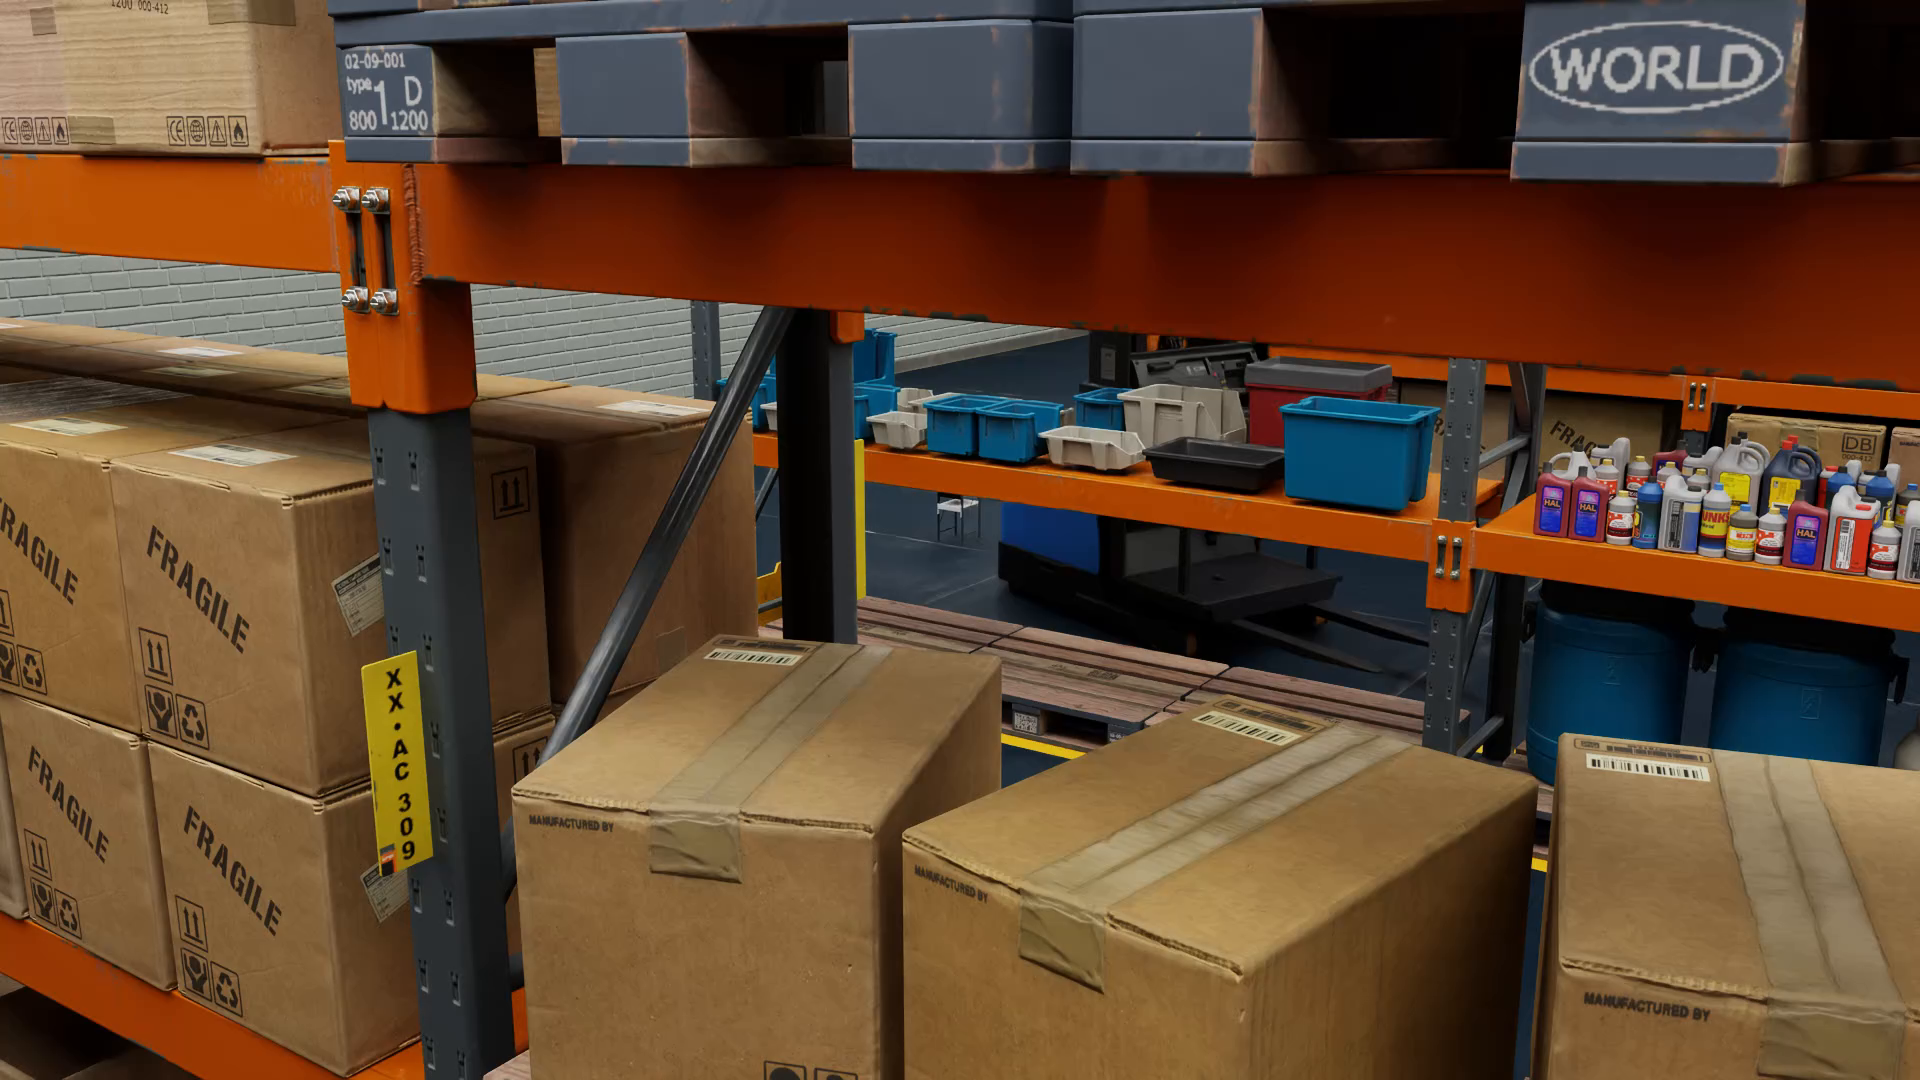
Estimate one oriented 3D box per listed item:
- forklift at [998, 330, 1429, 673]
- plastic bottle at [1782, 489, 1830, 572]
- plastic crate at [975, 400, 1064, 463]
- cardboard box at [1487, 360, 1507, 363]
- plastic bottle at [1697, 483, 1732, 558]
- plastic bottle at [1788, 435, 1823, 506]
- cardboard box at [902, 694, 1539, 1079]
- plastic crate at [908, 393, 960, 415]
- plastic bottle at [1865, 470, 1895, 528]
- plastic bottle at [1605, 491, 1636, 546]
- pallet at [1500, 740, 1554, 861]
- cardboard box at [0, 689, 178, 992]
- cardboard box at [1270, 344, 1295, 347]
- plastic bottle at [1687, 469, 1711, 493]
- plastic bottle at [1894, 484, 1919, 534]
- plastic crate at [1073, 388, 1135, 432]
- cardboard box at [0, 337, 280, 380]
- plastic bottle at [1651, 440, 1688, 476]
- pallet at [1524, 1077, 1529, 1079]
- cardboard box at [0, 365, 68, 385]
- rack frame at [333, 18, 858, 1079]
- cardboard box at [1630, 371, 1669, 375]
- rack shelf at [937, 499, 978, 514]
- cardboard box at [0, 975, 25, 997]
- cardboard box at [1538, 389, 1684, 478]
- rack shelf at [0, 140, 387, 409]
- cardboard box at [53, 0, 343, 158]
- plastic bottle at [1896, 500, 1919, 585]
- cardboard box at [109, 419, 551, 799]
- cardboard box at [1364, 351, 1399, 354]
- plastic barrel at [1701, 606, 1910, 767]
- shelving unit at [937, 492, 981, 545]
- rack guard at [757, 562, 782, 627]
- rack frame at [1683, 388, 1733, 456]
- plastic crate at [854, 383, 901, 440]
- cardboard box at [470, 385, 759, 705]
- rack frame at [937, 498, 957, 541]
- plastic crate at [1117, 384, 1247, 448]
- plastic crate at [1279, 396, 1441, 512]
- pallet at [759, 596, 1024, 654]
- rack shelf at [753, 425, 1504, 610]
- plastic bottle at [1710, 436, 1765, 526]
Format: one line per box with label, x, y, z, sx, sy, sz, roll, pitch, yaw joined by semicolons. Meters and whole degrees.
forklift;1.485;-0.896;9.344;1.130;2.935;3.031;-9;17;-33
plastic bottle;3.043;-0.037;5.972;0.133;0.283;0.061;9;17;33
plastic crate;0.283;-0.515;7.887;0.300;0.233;0.416;9;17;33
cardboard box;3.714;-1.326;11.460;0.250;0.149;0.380;10;17;34
plastic bottle;2.796;-0.076;6.156;0.097;0.271;0.097;0;14;0
plastic bottle;3.339;-0.240;6.653;0.185;0.351;0.144;9;17;33
cardboard box;0.346;0.576;2.173;0.500;0.500;0.700;13;19;42
plastic crate;-0.069;-0.669;8.708;0.243;0.136;0.396;9;17;33
plastic bottle;3.526;-0.134;6.389;0.097;0.271;0.097;0;14;0
plastic bottle;2.523;-0.086;6.343;0.097;0.201;0.097;0;14;0
pallet;2.857;1.119;6.865;1.213;0.211;1.003;9;17;33
cardboard box;-1.514;0.507;3.324;0.500;0.500;0.500;10;17;34
cardboard box;2.439;-1.532;12.293;0.250;0.149;0.380;9;16;32
plastic bottle;2.996;-0.186;6.744;0.097;0.201;0.097;0;14;0
plastic bottle;3.692;-0.117;6.467;0.097;0.201;0.097;0;14;0
plastic crate;0.768;-0.607;8.255;0.300;0.233;0.416;9;17;33
cardboard box;-2.045;-0.220;4.181;0.500;0.500;0.500;10;17;35
plastic bottle;2.965;-0.280;6.954;0.133;0.283;0.061;9;17;33
pallet;1.175;1.010;1.900;1.213;0.211;1.003;9;17;33
cardboard box;-2.353;-0.113;3.749;0.500;0.500;0.500;9;17;32
rack frame;-0.528;0.640;2.994;0.127;3.000;1.000;9;17;33
cardboard box;4.568;-1.188;10.902;0.250;0.149;0.380;9;17;33
rack shelf;-0.007;-0.231;11.771;0.200;0.077;0.258;9;17;33
cardboard box;-2.487;1.382;4.803;0.500;0.250;0.500;9;17;33
cardboard box;4.501;-0.611;11.598;0.875;0.875;0.875;9;17;33
rack shelf;-2.187;-0.735;3.803;4.000;0.370;1.077;9;17;33
cardboard box;-1.080;-0.755;2.700;0.500;0.250;0.500;9;17;33
plastic bottle;3.372;0.007;5.811;0.135;0.276;0.152;9;17;33
cardboard box;-1.092;0.090;2.927;0.500;0.500;0.500;9;17;33
cardboard box;3.072;-1.429;11.878;0.250;0.149;0.380;9;16;31
plastic barrel;3.269;0.639;6.491;0.708;0.901;0.600;9;17;33
shelving unit;-0.007;-0.438;11.719;0.210;0.900;0.258;9;17;33
rack guard;-1.106;0.330;9.451;0.348;0.500;1.175;9;17;33
rack frame;5.004;-1.334;10.971;0.127;3.000;1.000;9;17;33
plastic crate;-0.512;-0.644;8.406;0.300;0.233;0.416;9;17;33
cardboard box;-0.762;-0.013;3.343;0.500;0.500;0.500;10;17;34
rack frame;-0.091;-0.452;11.775;0.006;0.900;0.240;9;17;33
plastic crate;1.076;-0.560;7.964;0.530;0.282;0.437;9;17;33
plastic crate;1.662;-0.363;6.954;0.575;0.384;0.392;9;17;33
pallet;-0.417;0.589;9.005;1.213;0.211;1.003;9;17;33
rack shelf;0.580;-0.266;8.151;4.000;0.370;1.077;9;17;33
plastic bottle;3.105;-0.236;6.637;0.185;0.351;0.144;9;17;33
